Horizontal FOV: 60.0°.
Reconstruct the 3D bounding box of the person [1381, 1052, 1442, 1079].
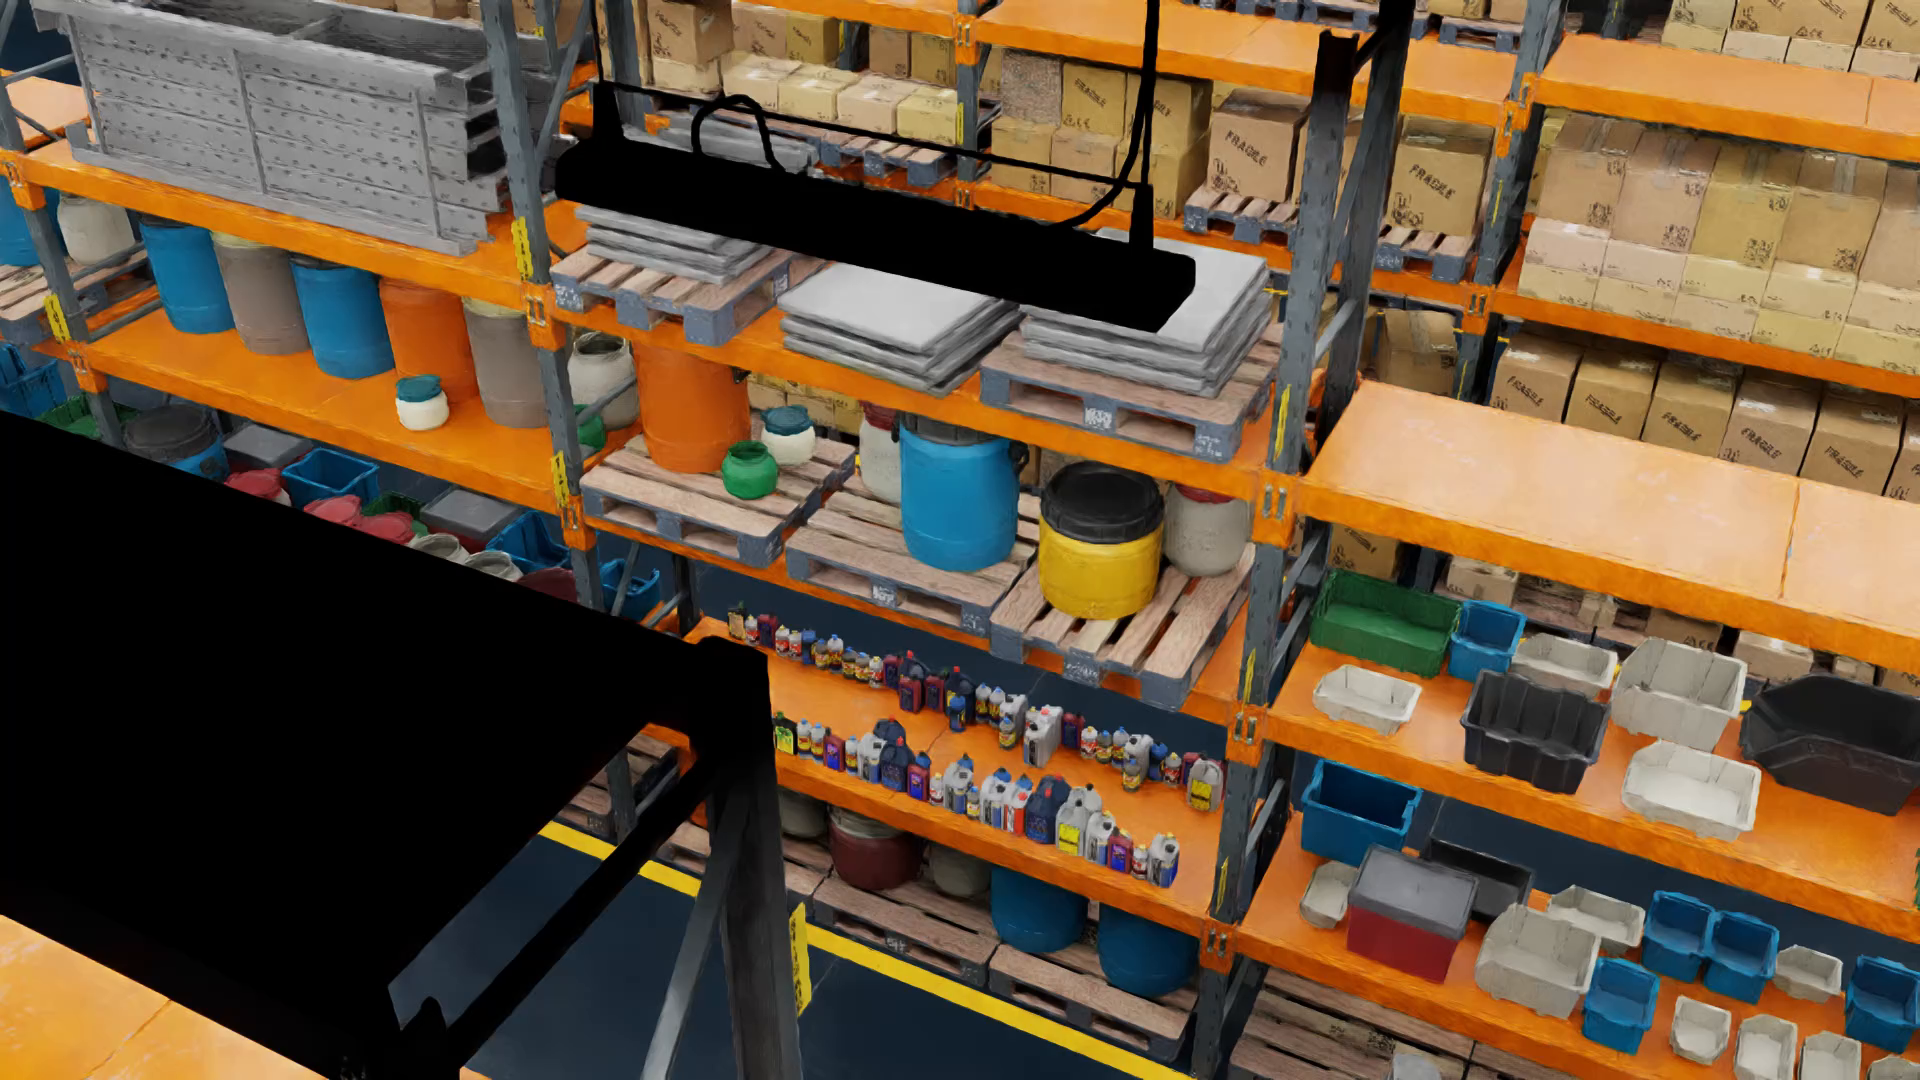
[{"bbox_3d":[2.216,3.099,8.037,0.814,1.607,0.638,6,35,8],"label":"person"}]
